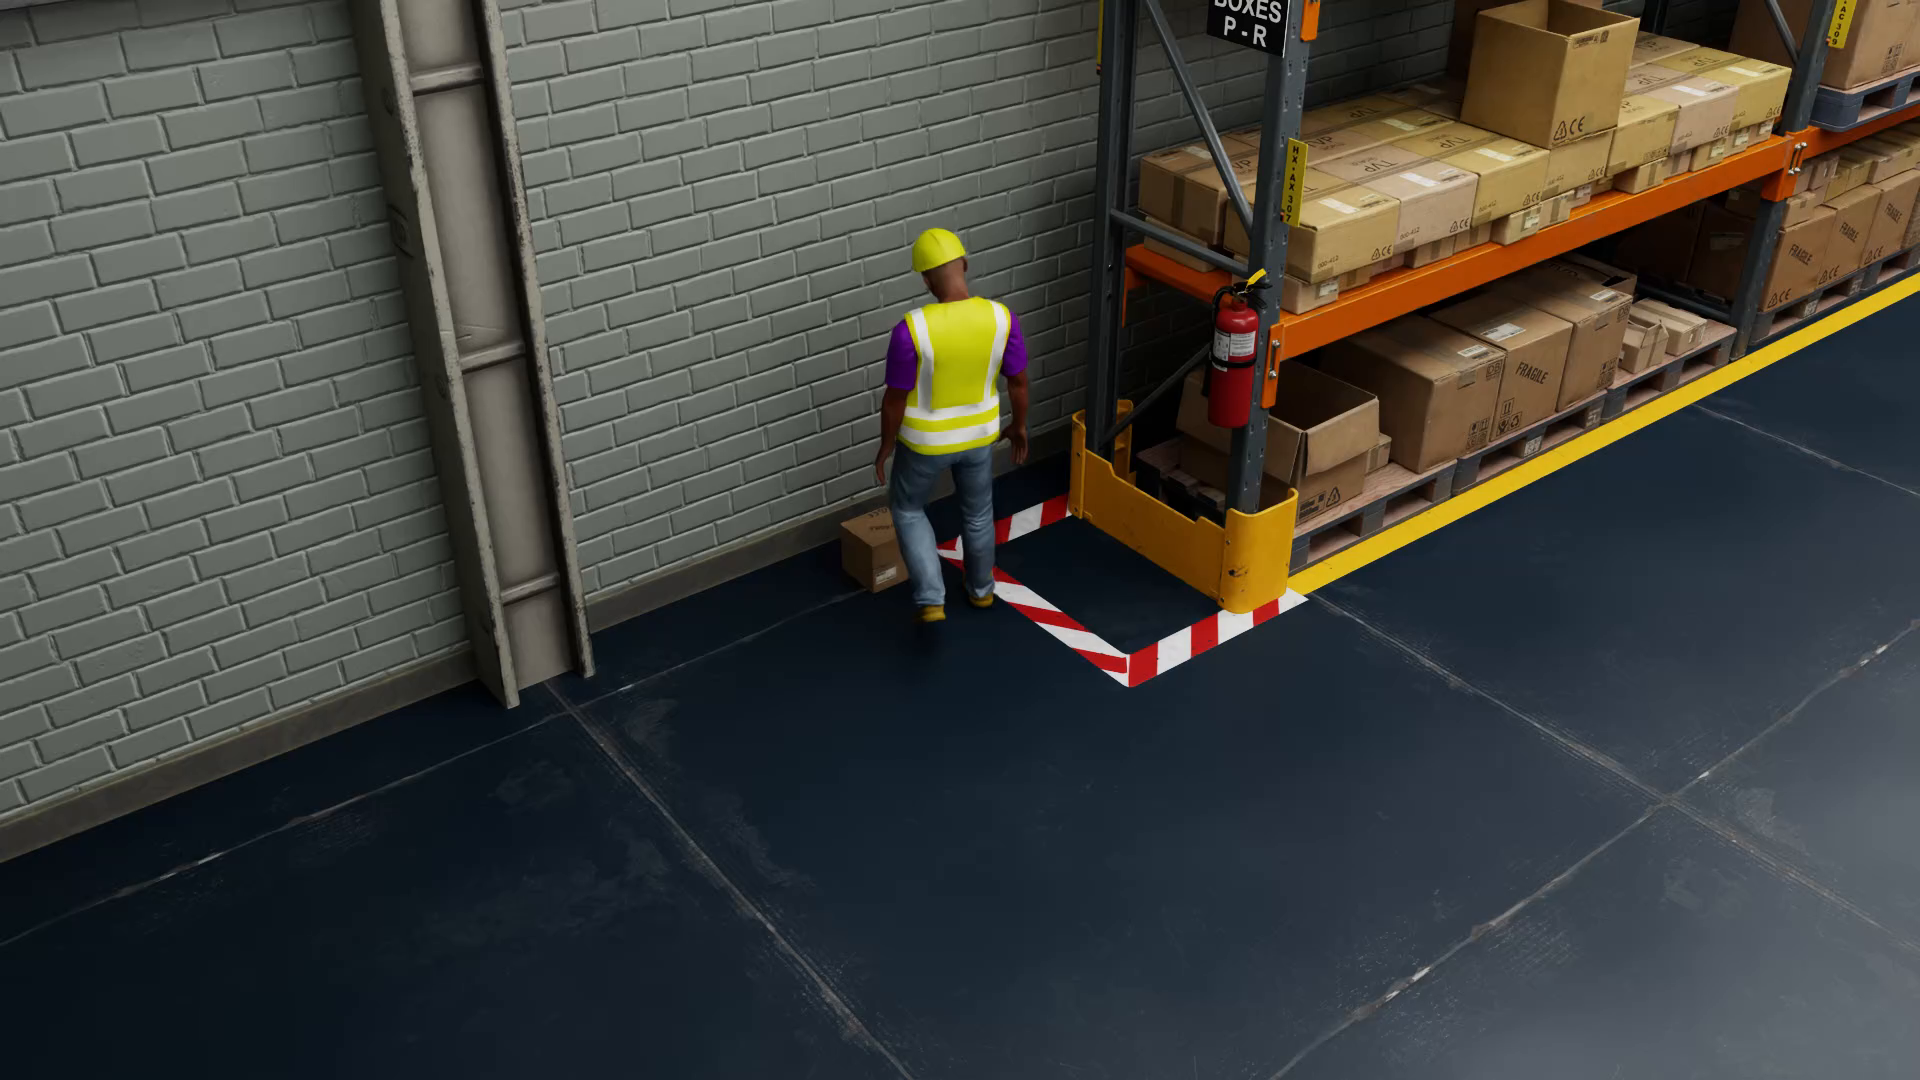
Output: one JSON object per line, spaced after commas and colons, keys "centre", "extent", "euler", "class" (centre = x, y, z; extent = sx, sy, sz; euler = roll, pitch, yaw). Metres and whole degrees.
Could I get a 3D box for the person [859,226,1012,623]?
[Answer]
{"centre": [-0.142, -0.465, 6.837], "extent": [0.640, 1.777, 0.543], "euler": [-18, 36, -26], "class": "person"}
